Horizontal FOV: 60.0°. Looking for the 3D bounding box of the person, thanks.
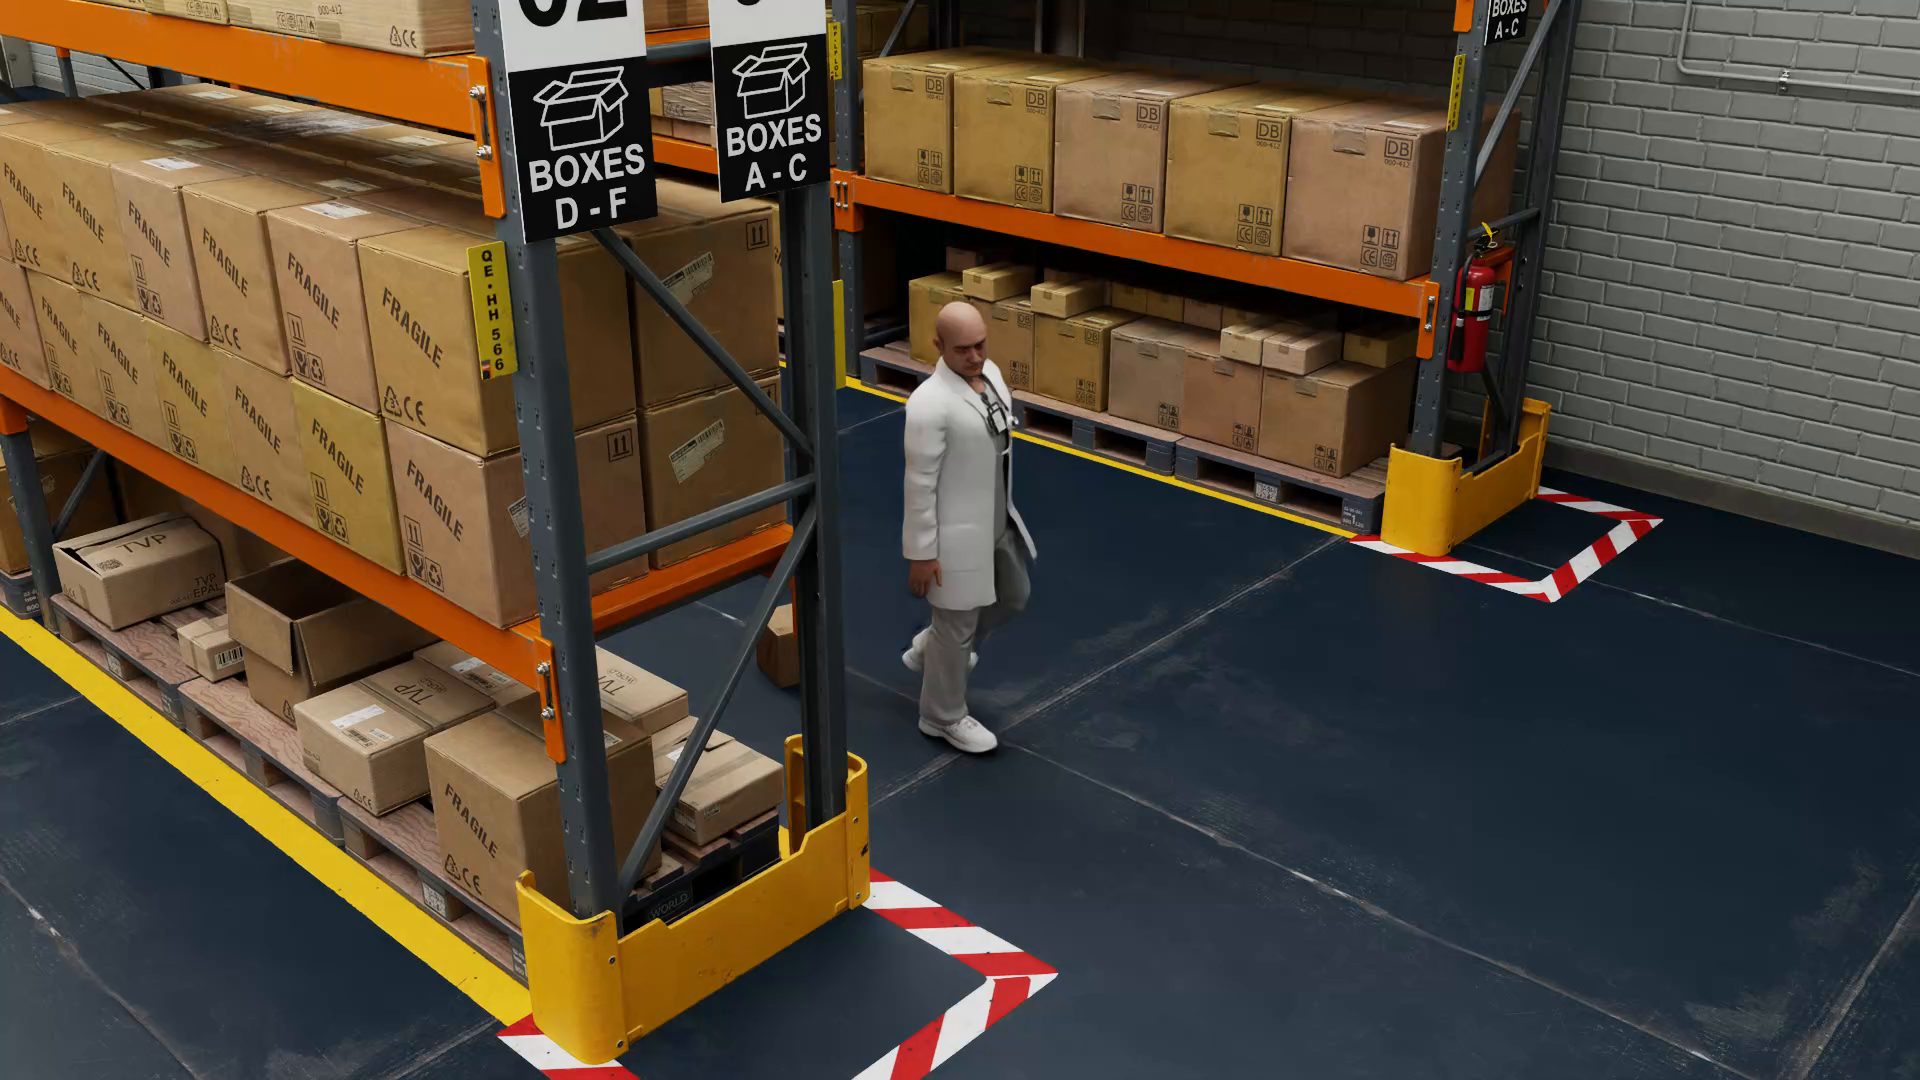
[{"bbox_3d":[-0.021,-0.062,6.233,0.560,1.773,0.752,12,26,26],"label":"person"}]
